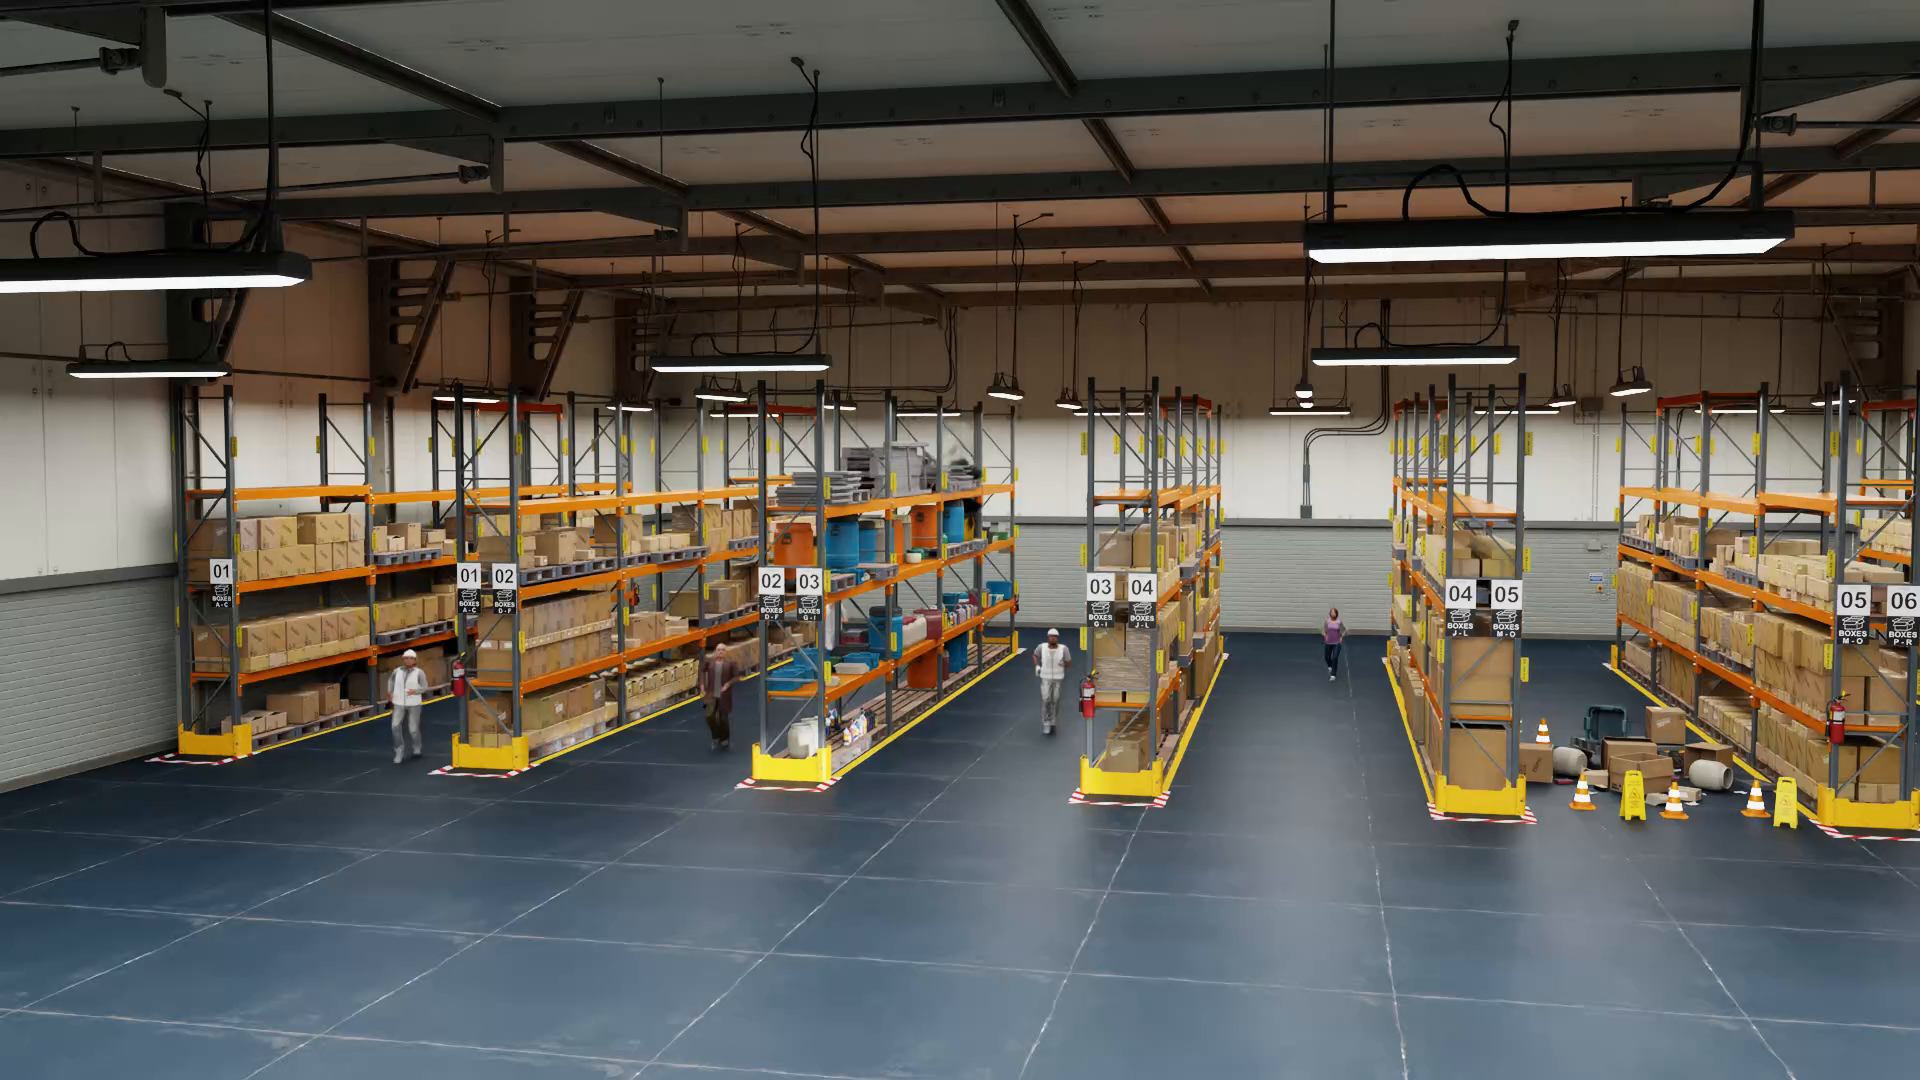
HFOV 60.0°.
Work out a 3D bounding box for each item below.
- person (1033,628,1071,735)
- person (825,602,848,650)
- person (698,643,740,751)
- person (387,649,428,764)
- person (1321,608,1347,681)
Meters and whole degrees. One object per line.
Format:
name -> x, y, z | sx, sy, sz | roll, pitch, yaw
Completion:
person -> 1.630, 2.474, 29.278 | 0.659, 1.847, 0.806 | 0, 3, -1
person -> -2.798, 2.035, 36.650 | 0.664, 1.764, 1.044 | 0, 3, 2
person -> -3.986, 2.589, 27.453 | 0.709, 1.767, 0.777 | 0, 3, 0
person -> -8.830, 2.647, 26.579 | 0.657, 1.802, 0.744 | 0, 3, -9
person -> 8.023, 2.229, 35.693 | 0.540, 1.549, 0.581 | 1, 3, 19
